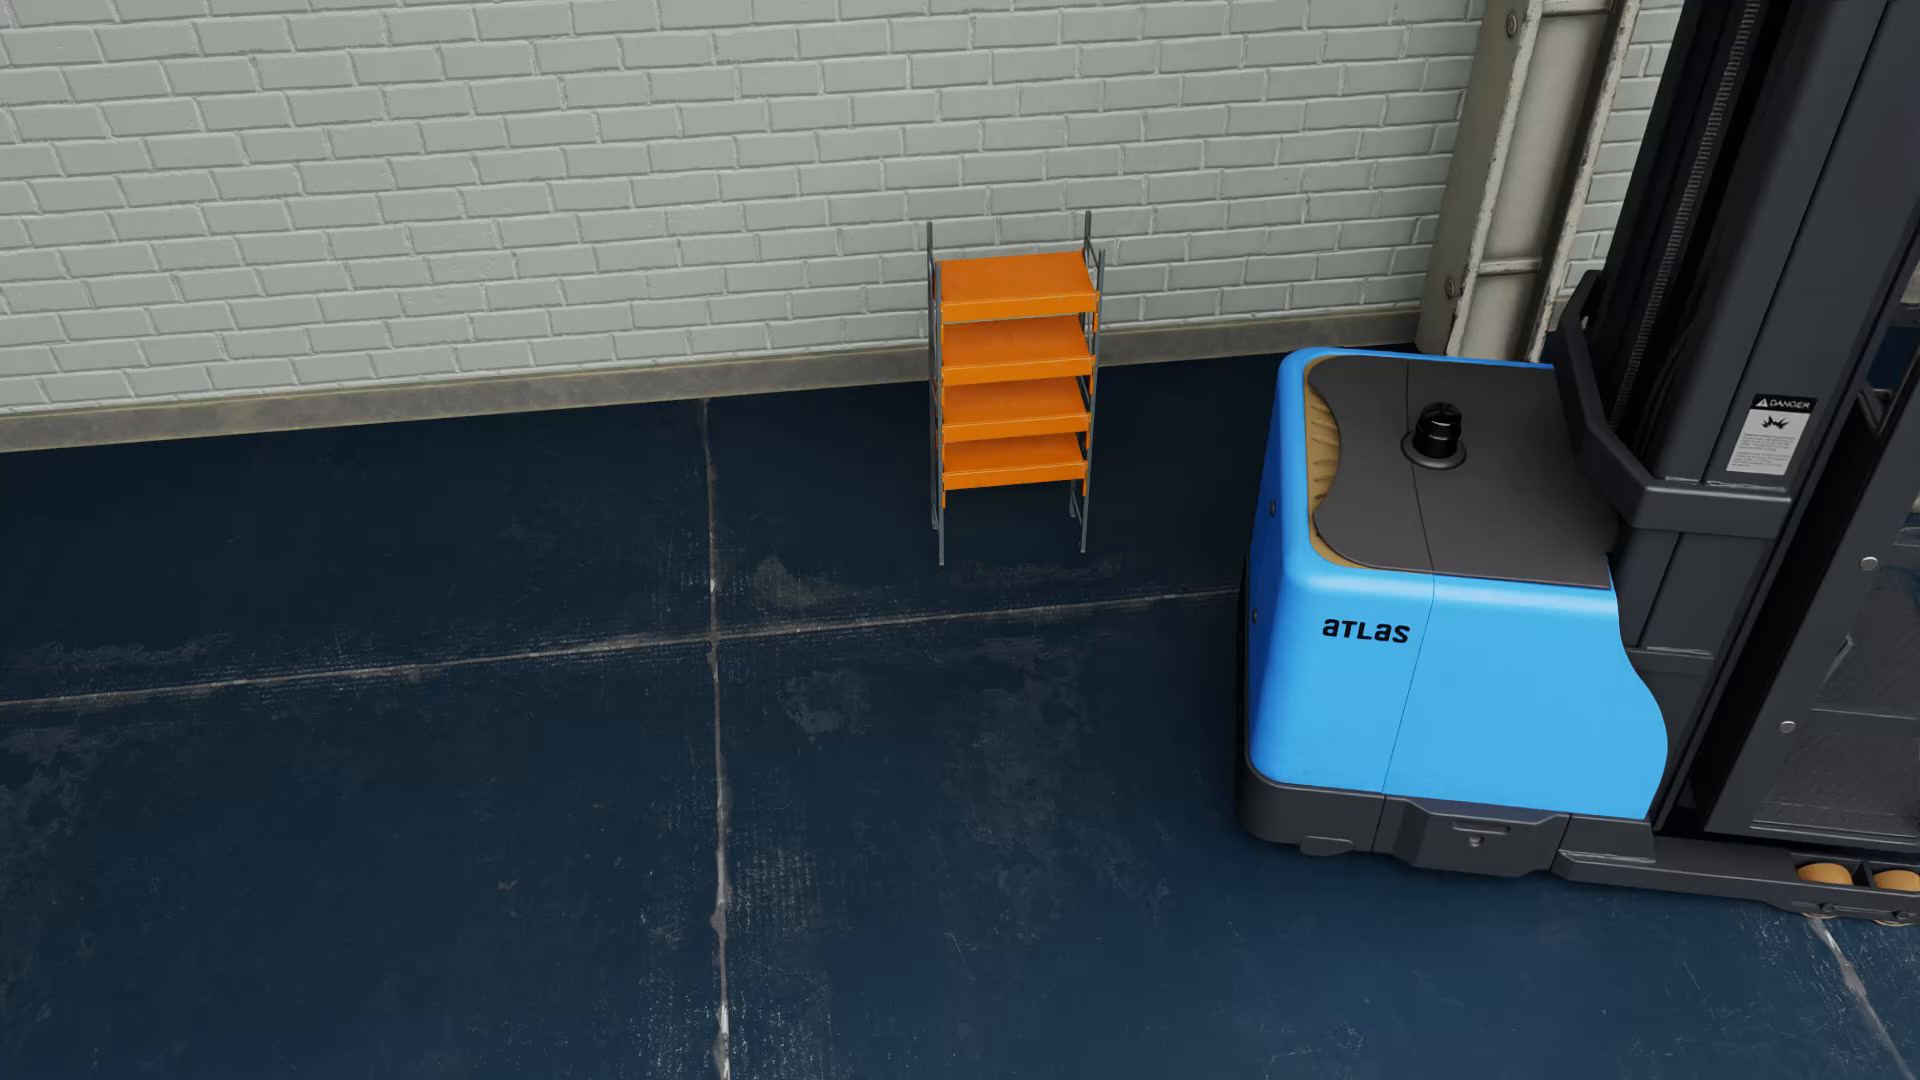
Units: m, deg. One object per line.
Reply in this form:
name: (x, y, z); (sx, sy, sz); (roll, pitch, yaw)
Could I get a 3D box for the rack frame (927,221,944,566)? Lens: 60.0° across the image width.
rack frame: (-0.078, -0.439, 5.341); (0.015, 1.200, 0.240); (-5, 42, -6)

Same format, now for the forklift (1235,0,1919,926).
forklift: (2.349, -0.407, 4.013); (3.031, 2.935, 1.130); (5, 42, 6)

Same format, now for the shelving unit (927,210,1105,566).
shelving unit: (0.164, -0.460, 5.364); (0.503, 1.200, 0.258); (-5, 42, -6)

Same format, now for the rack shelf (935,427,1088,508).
rack shelf: (0.164, -0.263, 5.542); (0.480, 0.148, 0.258); (-5, 42, -6)

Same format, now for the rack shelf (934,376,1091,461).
rack shelf: (0.164, -0.410, 5.409); (0.480, 0.148, 0.258); (-5, 42, -6)

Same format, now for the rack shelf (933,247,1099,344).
rack shelf: (0.164, -0.752, 5.101); (0.480, 0.148, 0.258); (-5, 42, -6)

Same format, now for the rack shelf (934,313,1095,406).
rack shelf: (0.164, -0.576, 5.259); (0.480, 0.148, 0.258); (-5, 42, -6)

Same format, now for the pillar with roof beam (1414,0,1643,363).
pillar with roof beam: (2.581, -1.210, 0.373); (0.400, 9.000, 9.100); (-5, 42, -6)

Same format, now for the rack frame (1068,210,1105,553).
rack frame: (0.406, -0.481, 5.388); (0.015, 1.200, 0.240); (-5, 42, -6)
